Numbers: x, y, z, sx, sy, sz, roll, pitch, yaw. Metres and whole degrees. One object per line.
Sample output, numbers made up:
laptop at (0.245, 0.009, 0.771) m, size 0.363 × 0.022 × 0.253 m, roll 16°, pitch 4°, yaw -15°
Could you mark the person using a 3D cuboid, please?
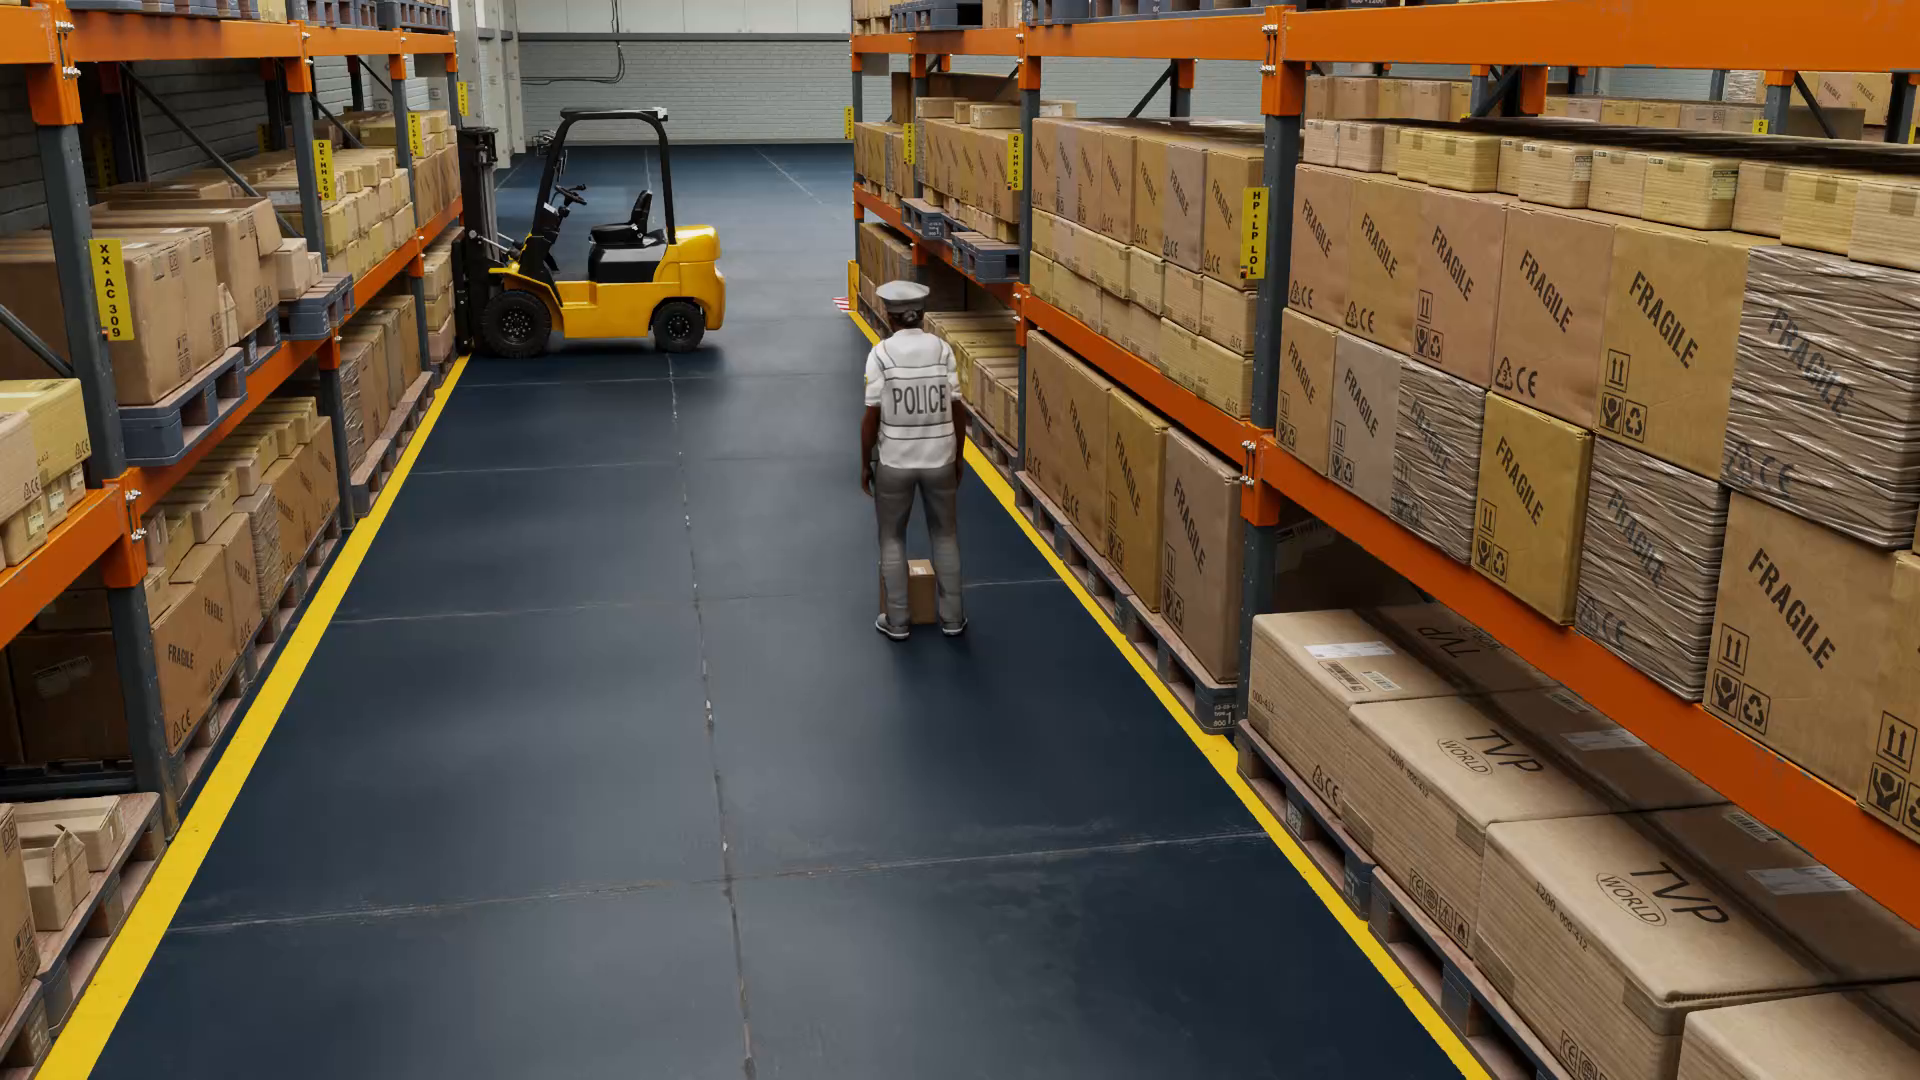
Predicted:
person at (-0.204, -0.355, 7.736) m, size 0.530 × 1.660 × 0.398 m, roll -4°, pitch 17°, yaw -14°
